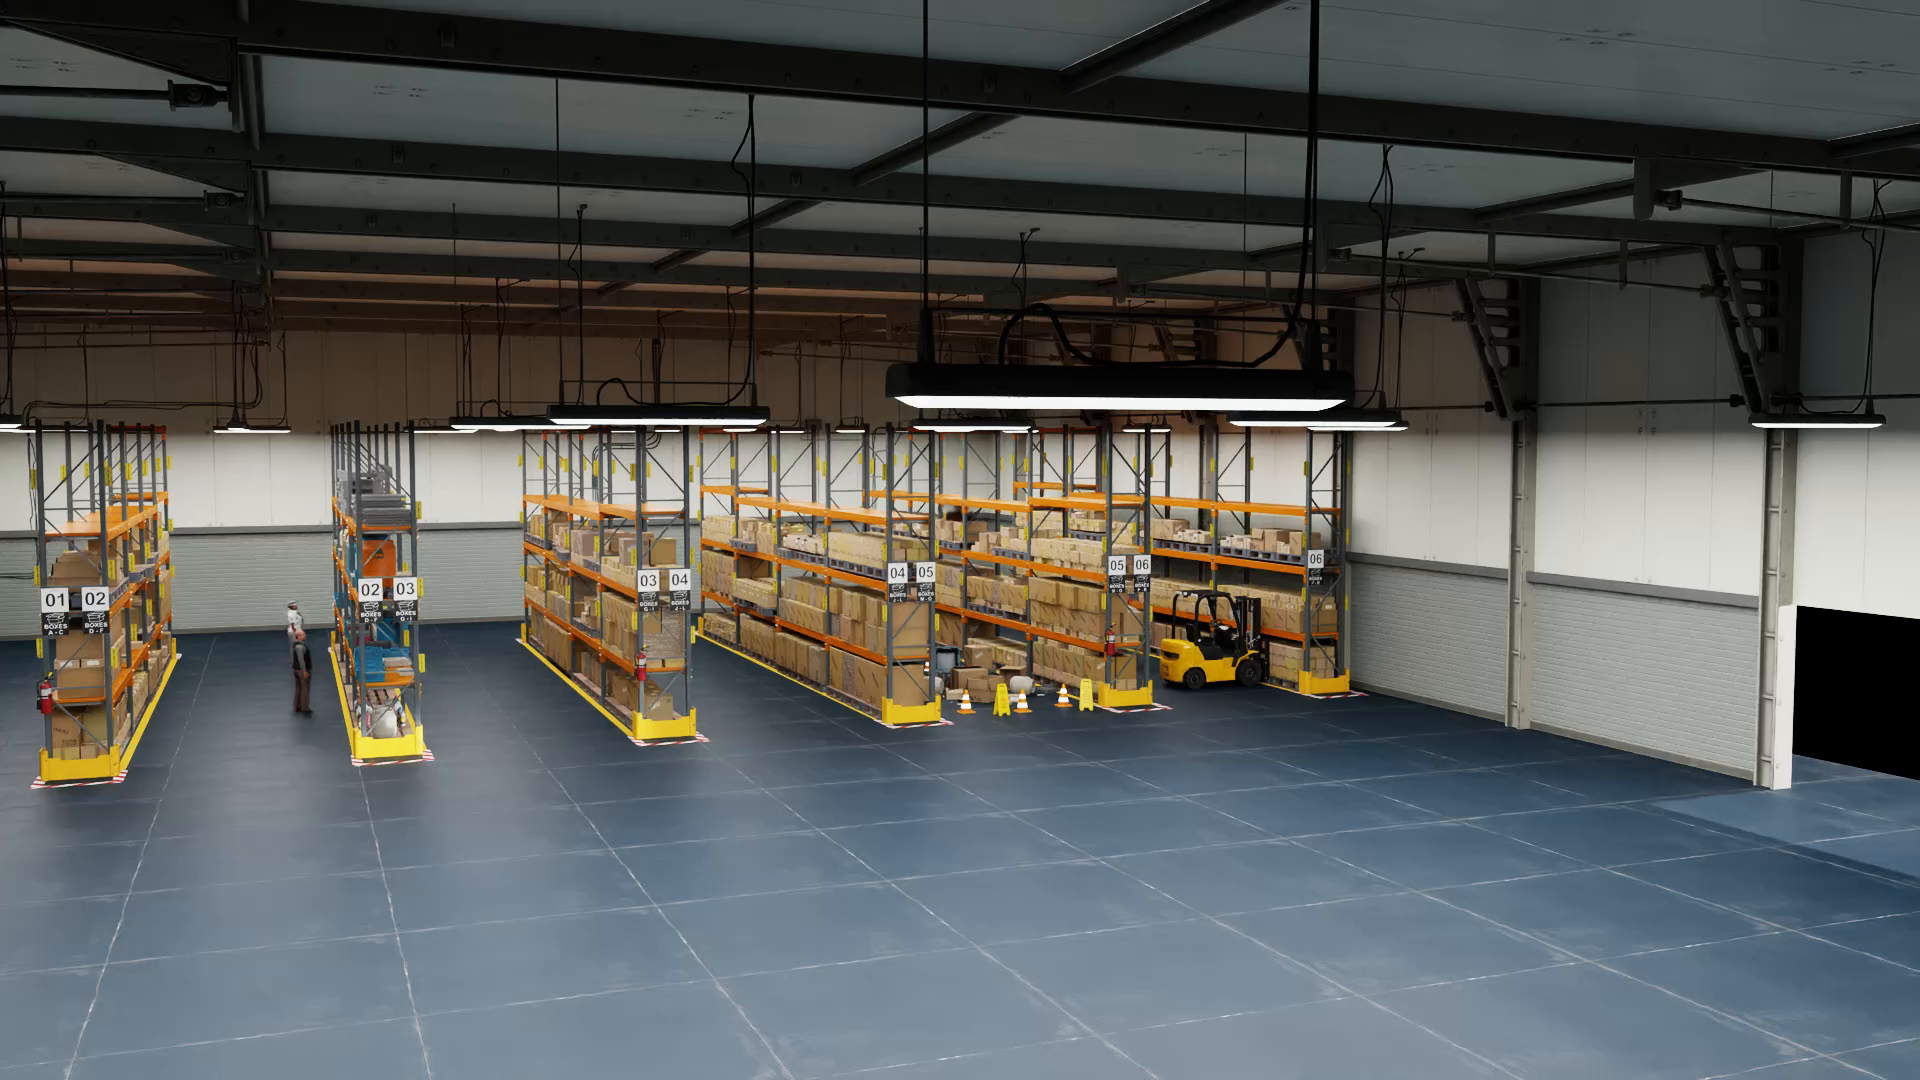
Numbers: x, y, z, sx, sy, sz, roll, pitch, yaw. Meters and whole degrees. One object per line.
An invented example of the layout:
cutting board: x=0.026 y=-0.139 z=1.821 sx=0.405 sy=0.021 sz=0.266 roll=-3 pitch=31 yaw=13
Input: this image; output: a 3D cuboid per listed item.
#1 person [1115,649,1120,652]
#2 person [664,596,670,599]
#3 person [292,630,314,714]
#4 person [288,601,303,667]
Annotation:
person: x=3.915 y=2.208 z=41.919 sx=0.584 sy=1.817 sz=0.542 roll=-2 pitch=4 yaw=-33
person: x=-8.170 y=1.998 z=46.368 sx=0.755 sy=1.815 sz=0.935 roll=-1 pitch=4 yaw=-19
person: x=-13.615 y=2.711 z=34.417 sx=0.402 sy=1.727 sz=0.558 roll=-3 pitch=5 yaw=-42
person: x=-16.372 y=2.322 z=41.048 sx=0.410 sy=1.670 sz=0.560 roll=-2 pitch=4 yaw=-29
